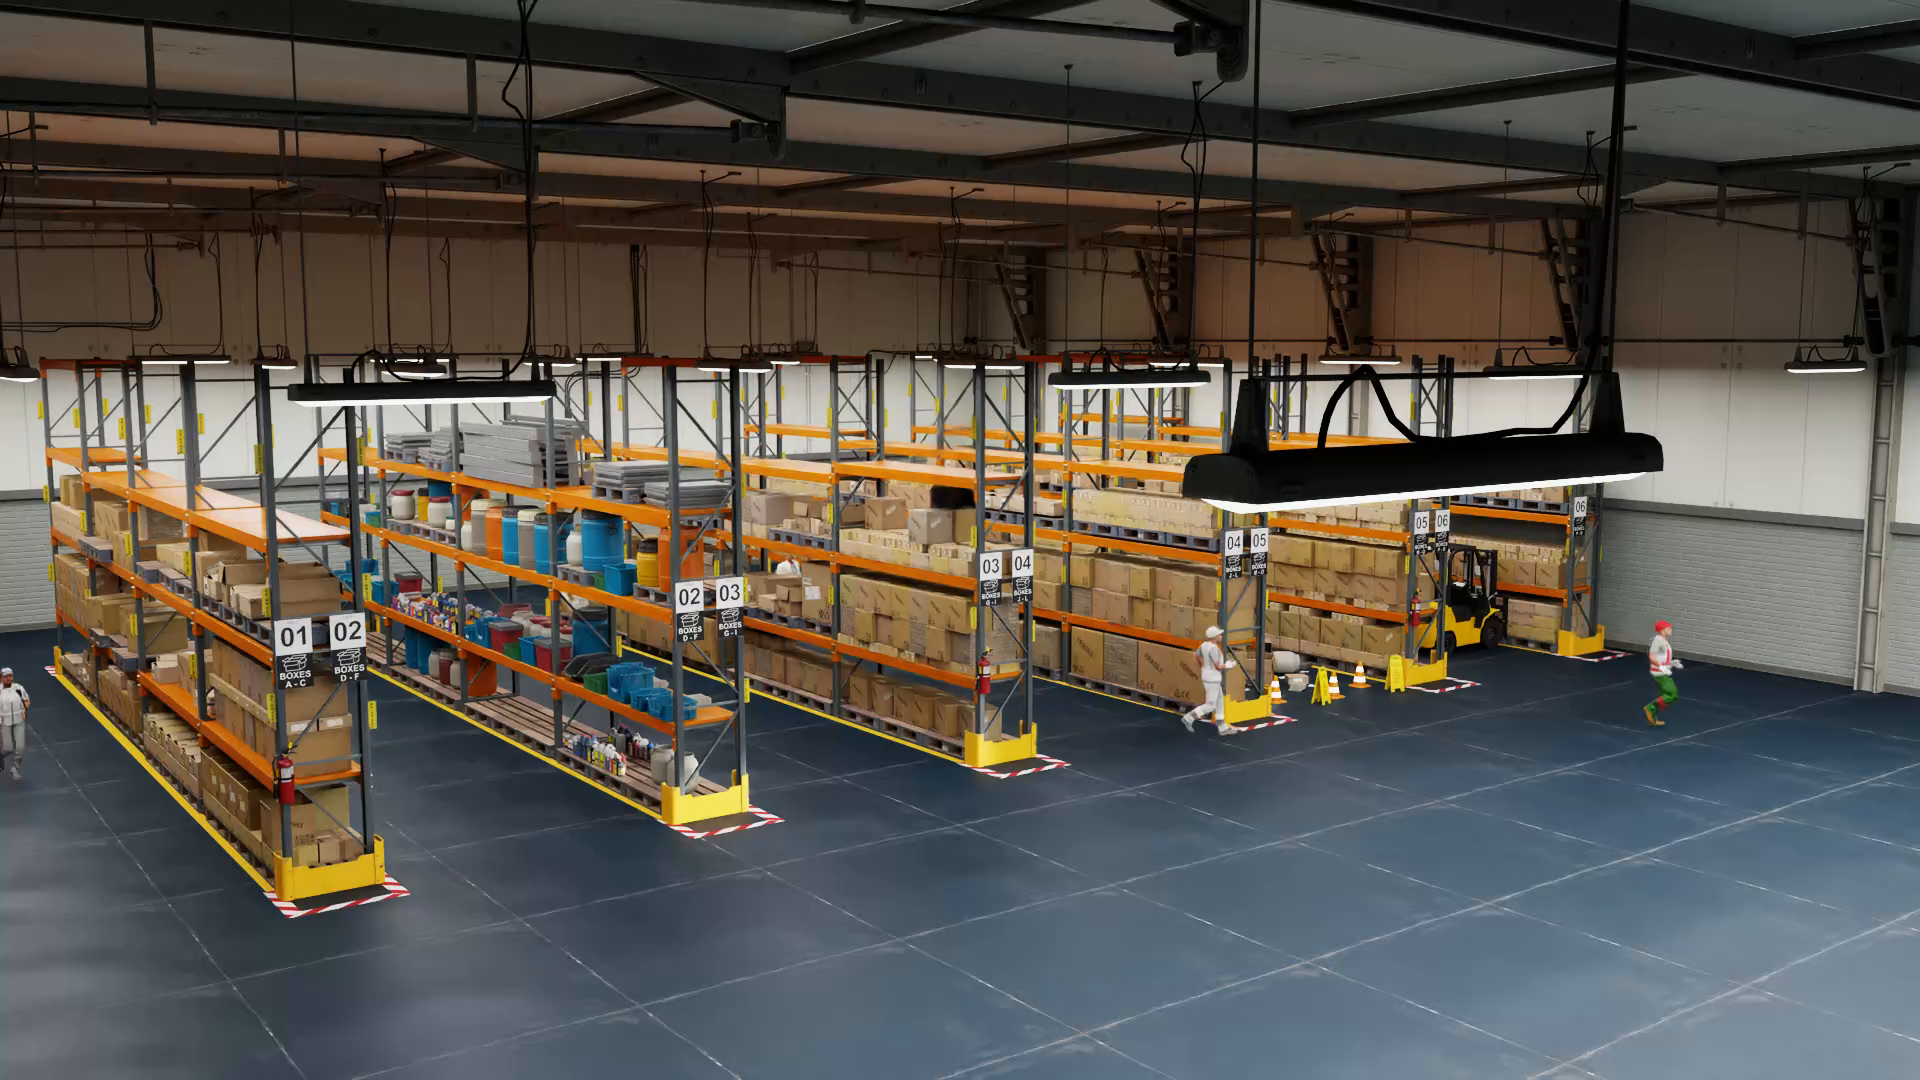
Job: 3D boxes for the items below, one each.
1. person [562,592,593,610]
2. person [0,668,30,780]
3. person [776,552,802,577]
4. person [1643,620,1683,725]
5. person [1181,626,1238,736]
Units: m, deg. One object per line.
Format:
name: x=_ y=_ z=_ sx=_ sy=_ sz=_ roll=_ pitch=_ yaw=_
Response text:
person: x=-7.696 y=1.438 z=33.725 sx=0.611 sy=1.722 sz=0.912 roll=-6 pitch=9 yaw=-41
person: x=-13.776 y=2.652 z=24.097 sx=0.547 sy=1.629 sz=0.609 roll=7 pitch=10 yaw=44
person: x=-3.703 y=1.086 z=36.289 sx=0.714 sy=1.755 sz=1.033 roll=-5 pitch=8 yaw=-35
person: x=11.550 y=2.188 z=27.282 sx=0.575 sy=1.743 sz=0.633 roll=3 pitch=8 yaw=25
person: x=3.980 y=2.254 z=26.479 sx=0.951 sy=1.774 sz=0.670 roll=-1 pitch=7 yaw=-5
